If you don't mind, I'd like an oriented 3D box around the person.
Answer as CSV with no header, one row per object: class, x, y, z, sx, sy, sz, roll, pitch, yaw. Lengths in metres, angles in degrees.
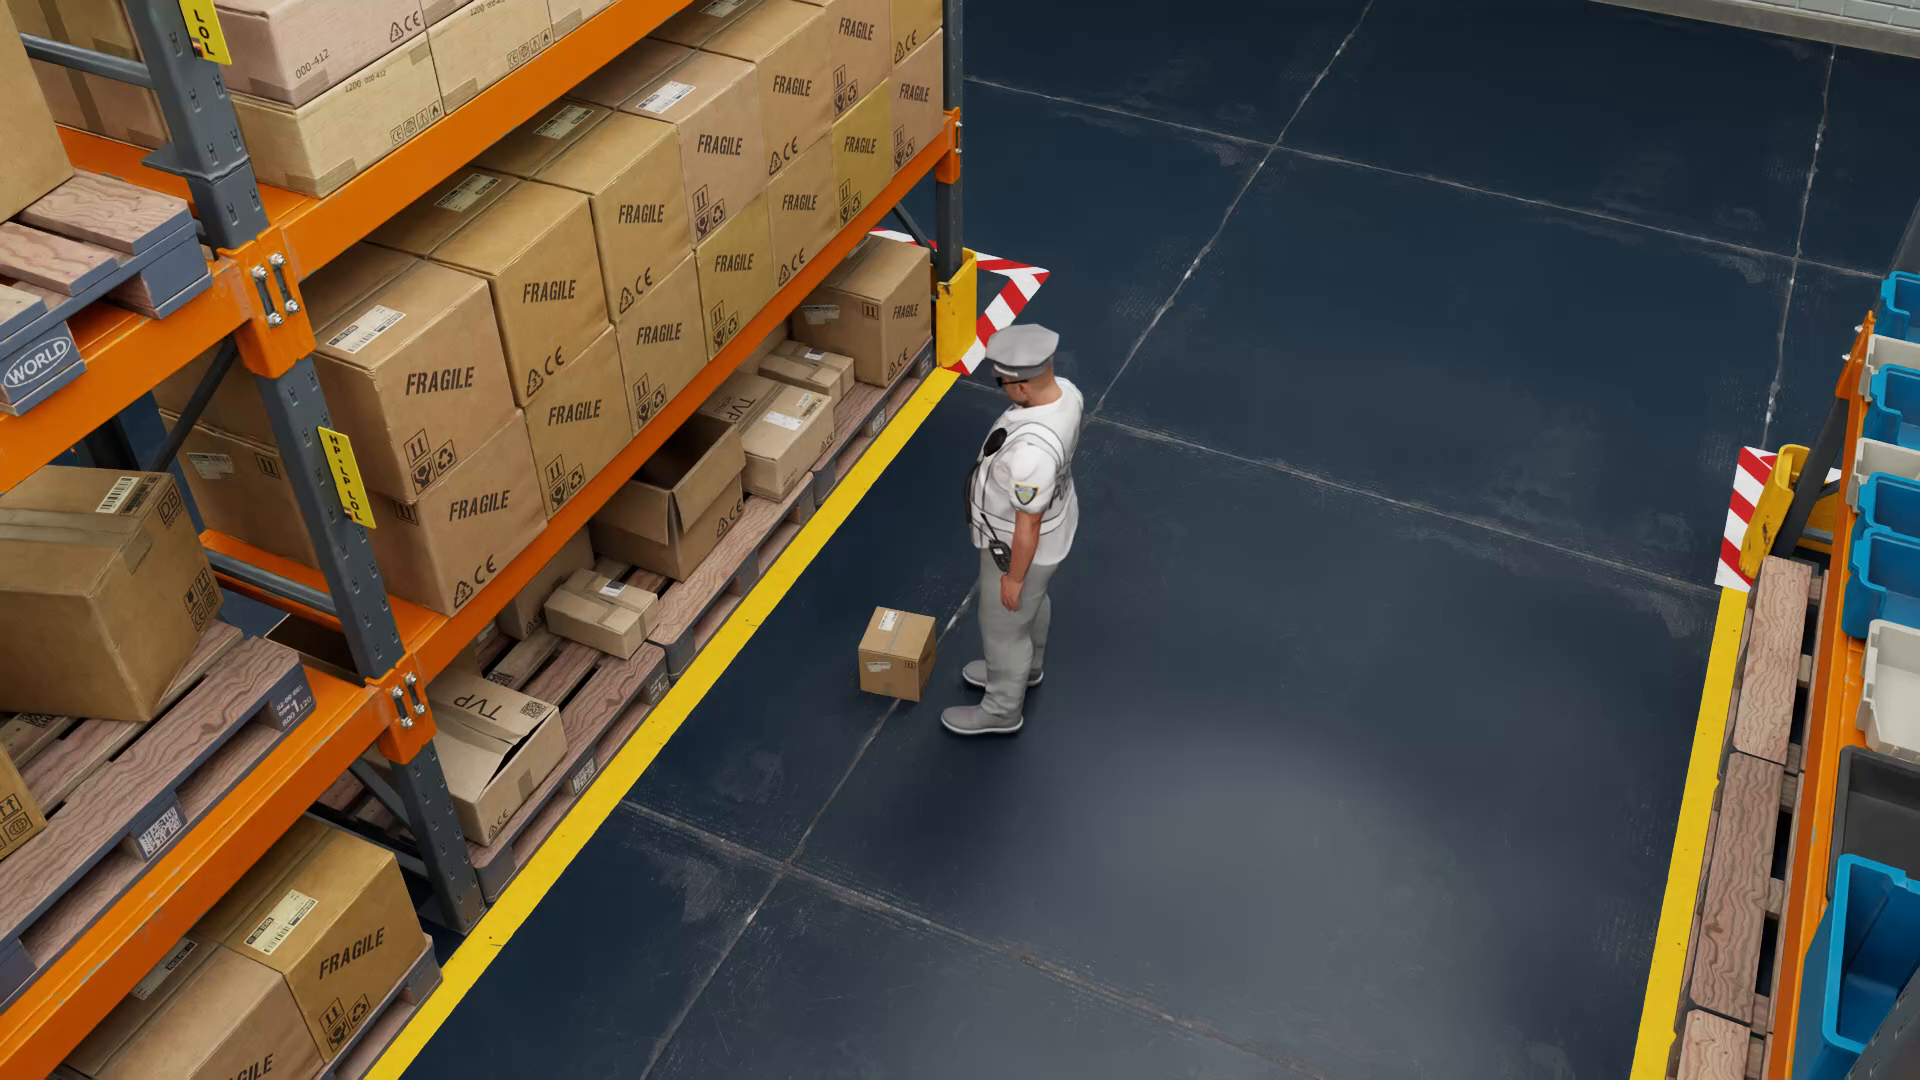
person,0.199,-0.021,6.161,0.457,1.752,0.546,11,43,12
